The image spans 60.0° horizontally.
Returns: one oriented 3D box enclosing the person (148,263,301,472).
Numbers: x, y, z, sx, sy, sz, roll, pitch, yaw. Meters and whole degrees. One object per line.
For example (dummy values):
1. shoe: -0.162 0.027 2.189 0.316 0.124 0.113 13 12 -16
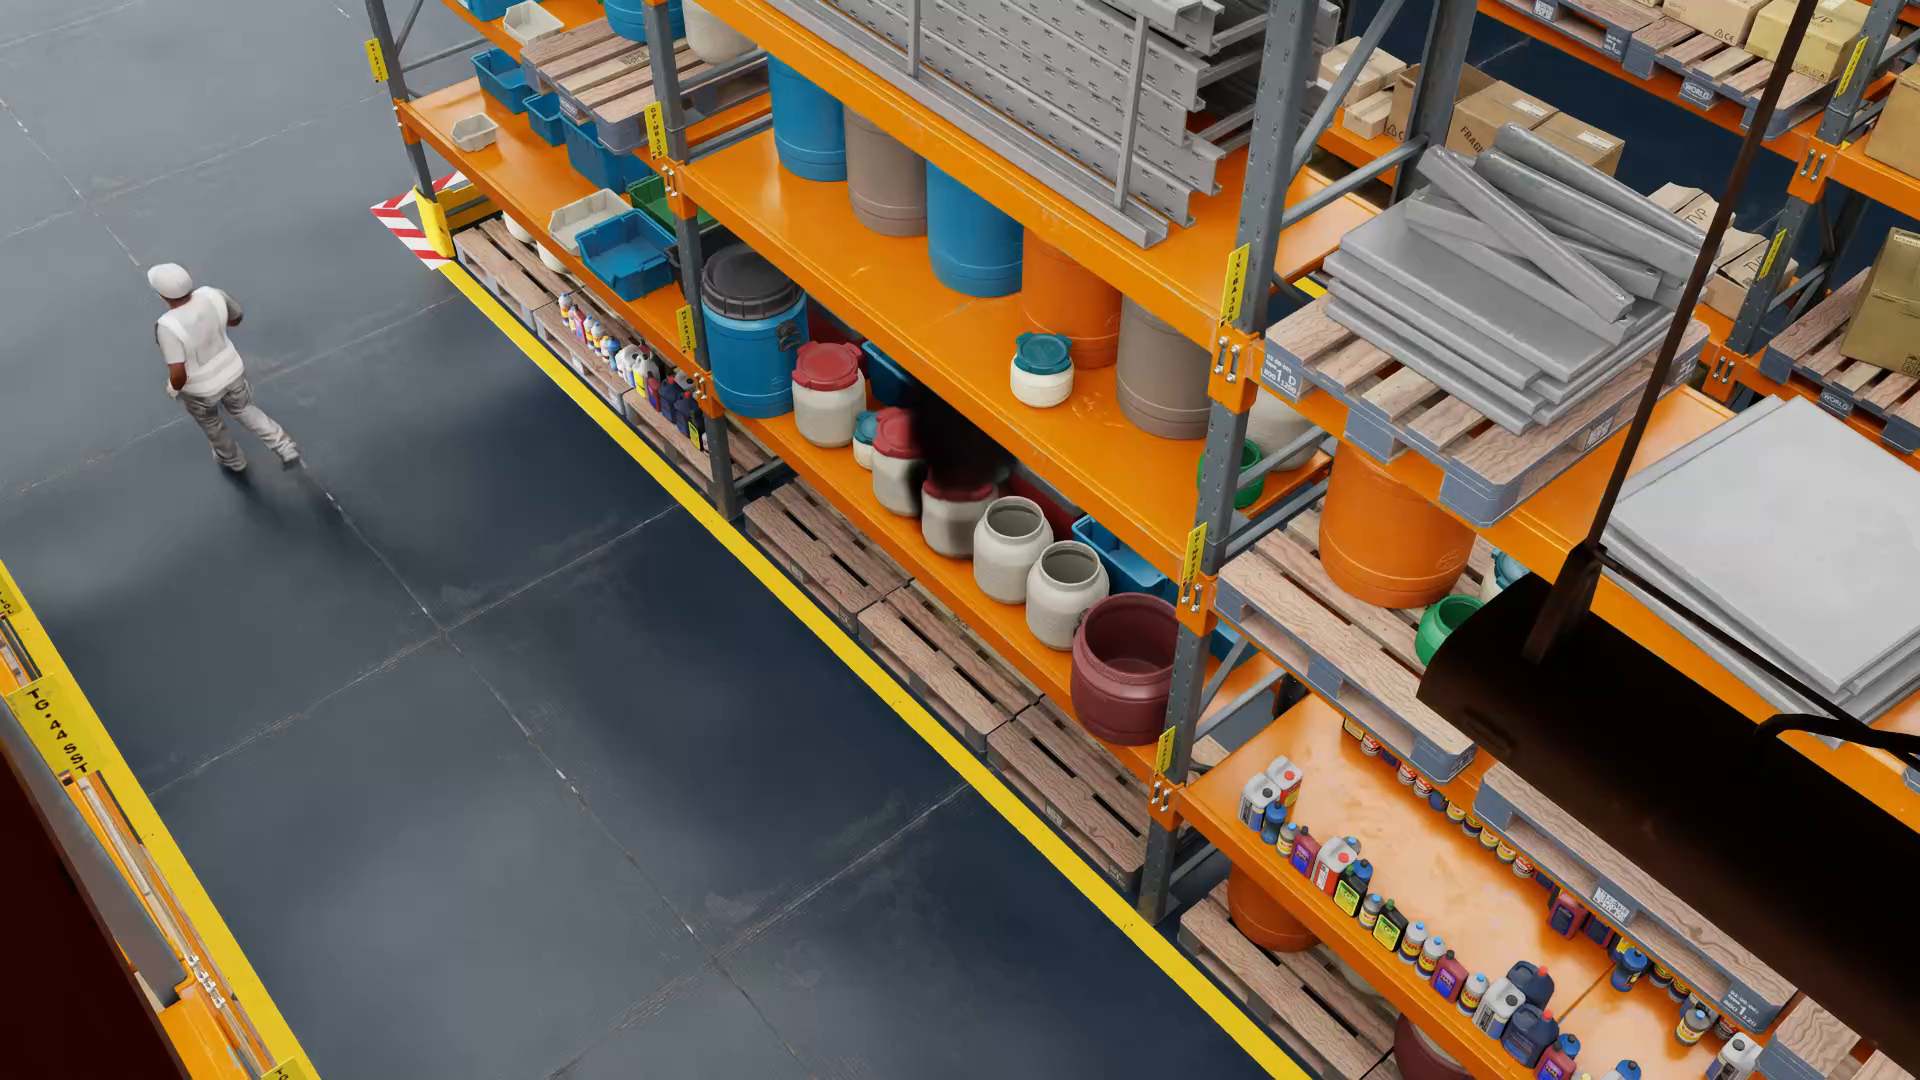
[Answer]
1. person: -4.810 -1.055 10.758 0.847 1.759 0.699 23 51 20
